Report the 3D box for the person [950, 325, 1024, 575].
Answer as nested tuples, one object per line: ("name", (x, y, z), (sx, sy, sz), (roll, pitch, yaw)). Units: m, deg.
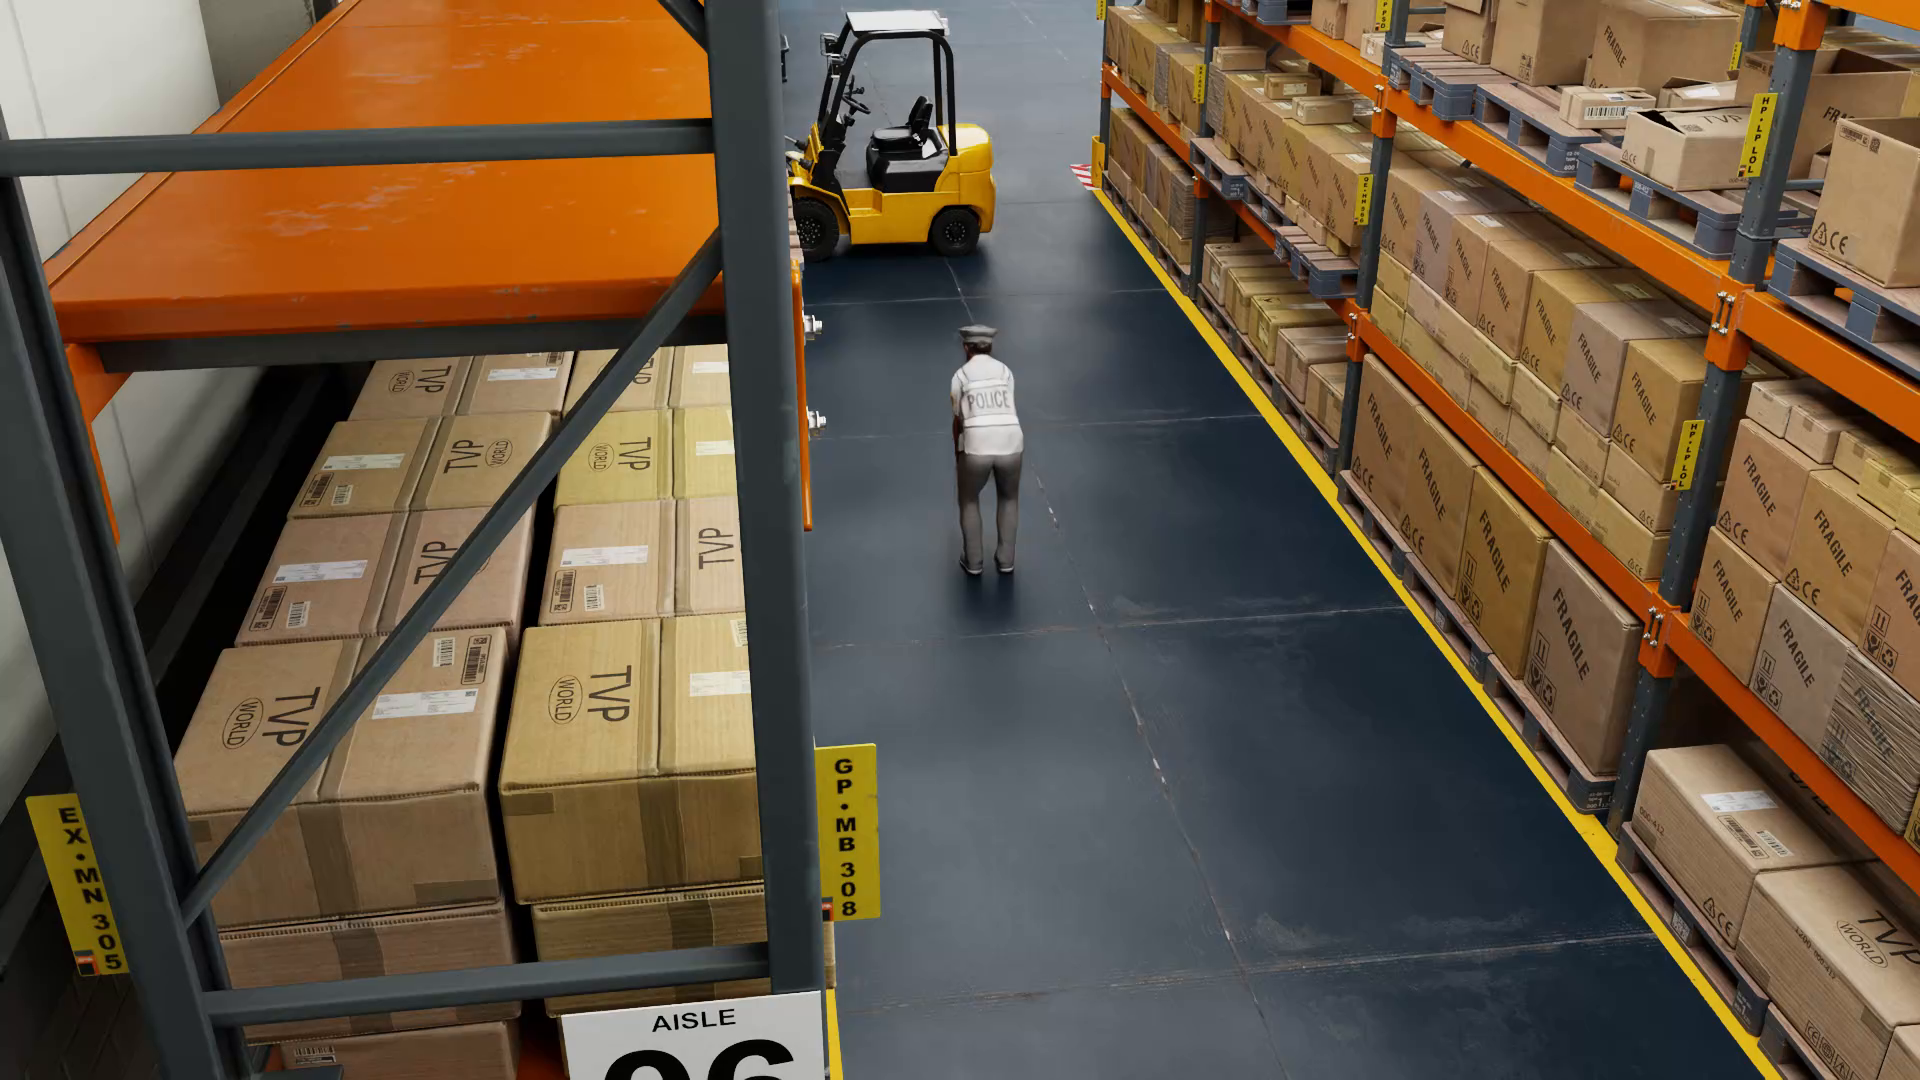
("person", (0.154, -0.545, 10.316), (0.411, 1.514, 0.717), (-4, 28, -8))
